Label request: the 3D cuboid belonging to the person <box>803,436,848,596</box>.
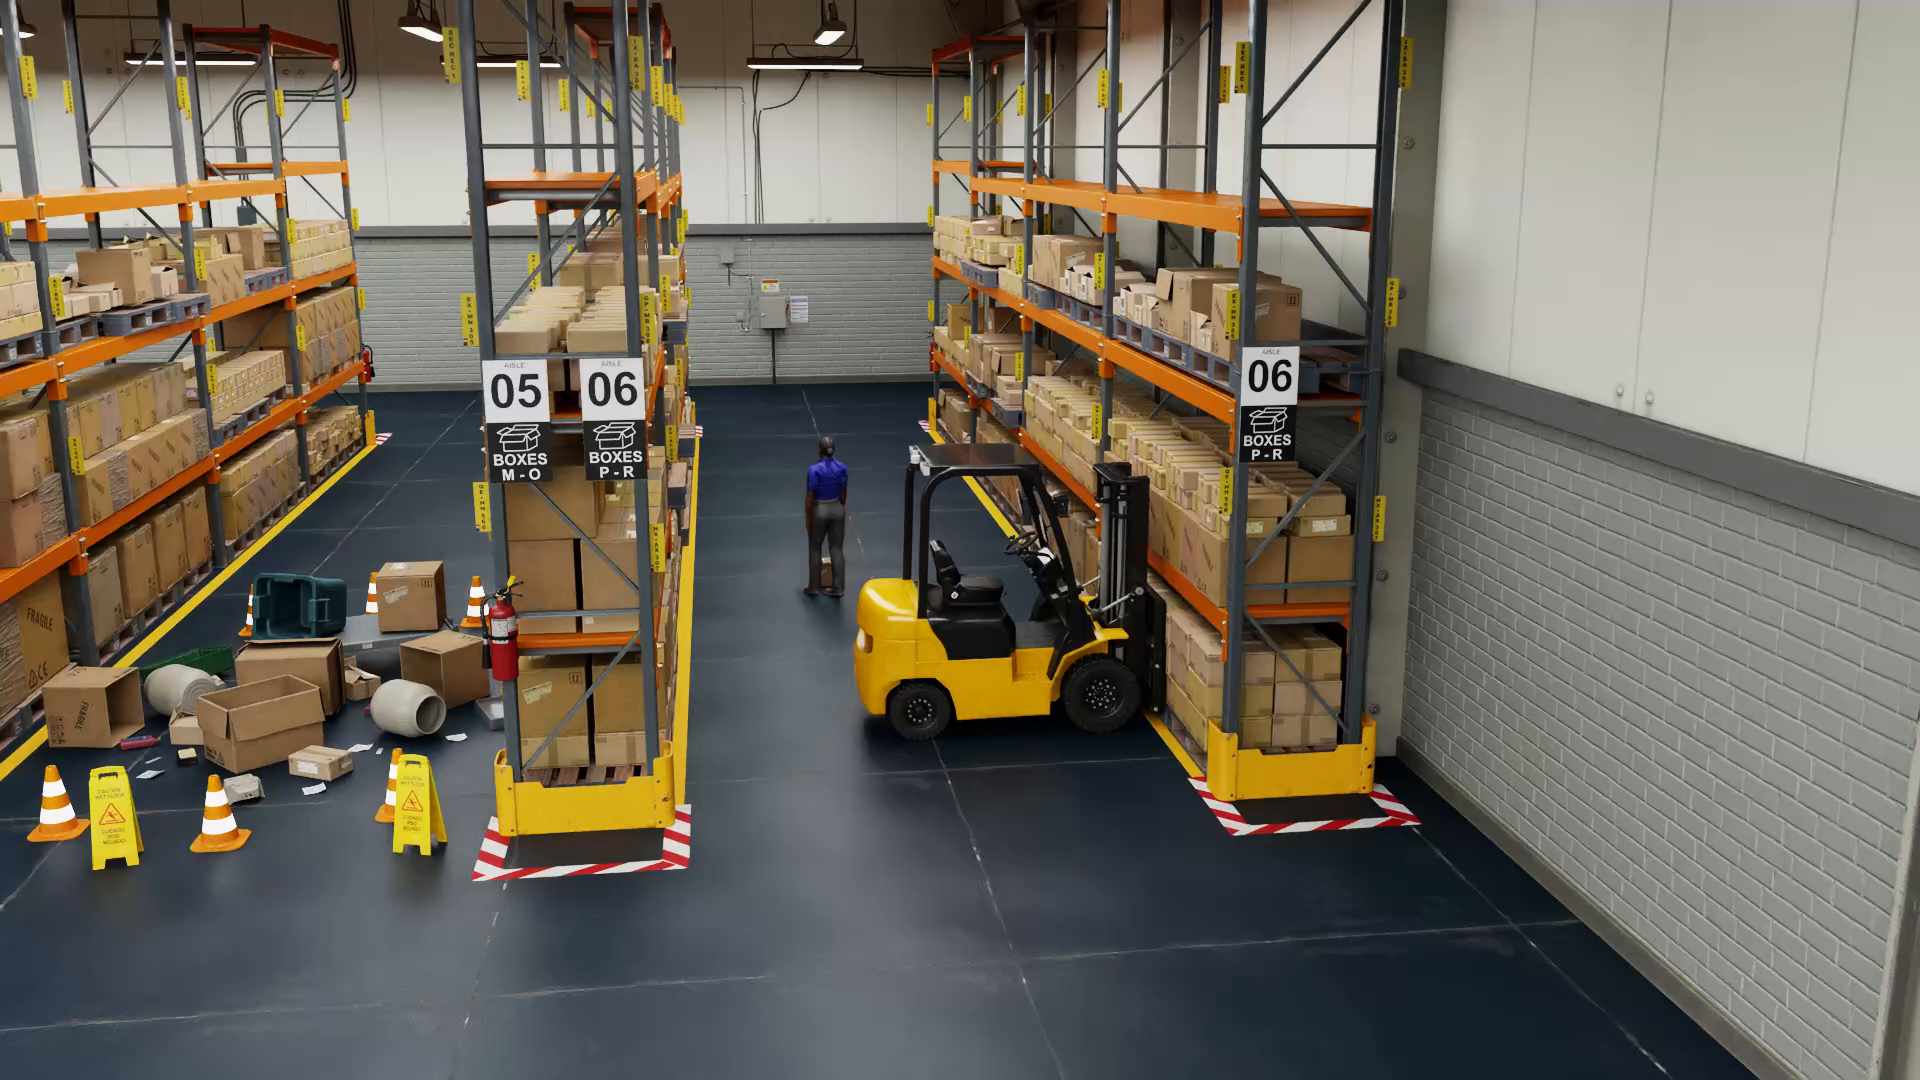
[{"bbox_3d":[-1.386,-0.250,17.018,0.464,1.666,0.505,-6,15,-24],"label":"person"}]
